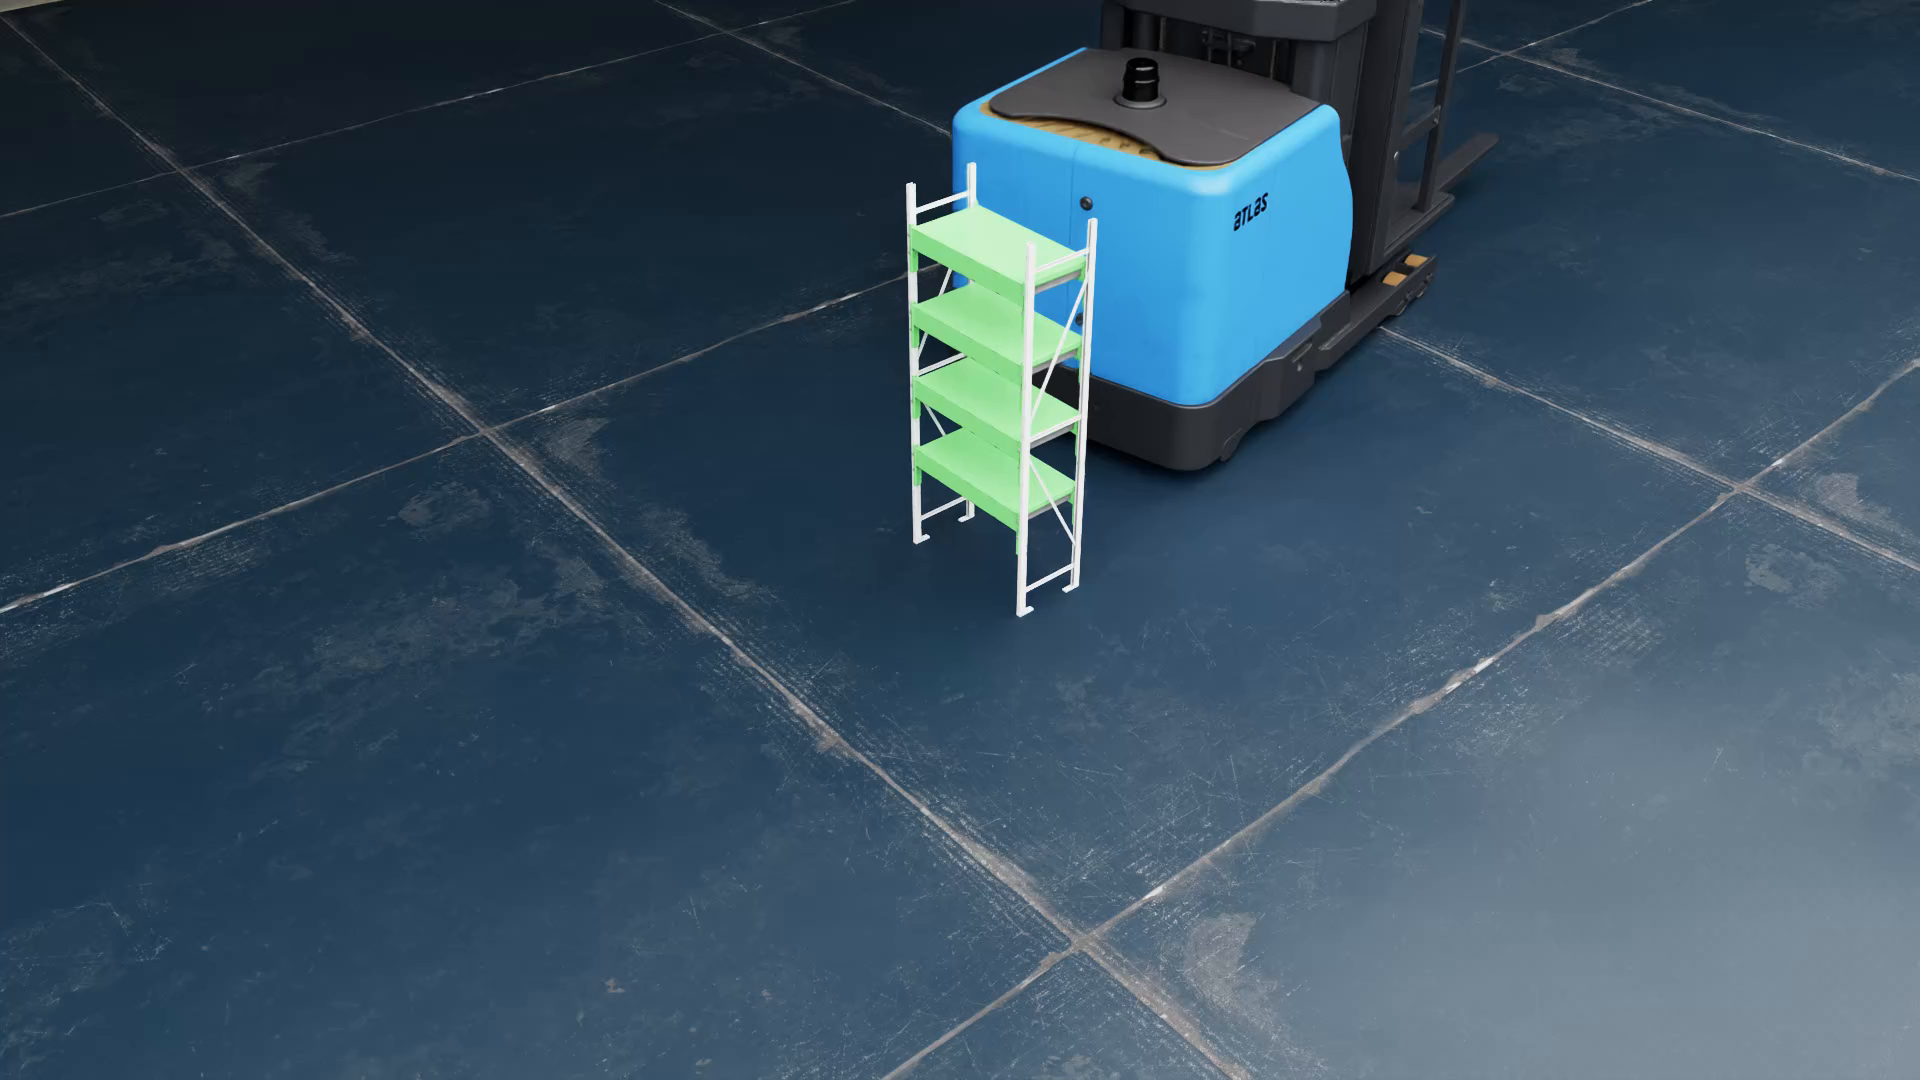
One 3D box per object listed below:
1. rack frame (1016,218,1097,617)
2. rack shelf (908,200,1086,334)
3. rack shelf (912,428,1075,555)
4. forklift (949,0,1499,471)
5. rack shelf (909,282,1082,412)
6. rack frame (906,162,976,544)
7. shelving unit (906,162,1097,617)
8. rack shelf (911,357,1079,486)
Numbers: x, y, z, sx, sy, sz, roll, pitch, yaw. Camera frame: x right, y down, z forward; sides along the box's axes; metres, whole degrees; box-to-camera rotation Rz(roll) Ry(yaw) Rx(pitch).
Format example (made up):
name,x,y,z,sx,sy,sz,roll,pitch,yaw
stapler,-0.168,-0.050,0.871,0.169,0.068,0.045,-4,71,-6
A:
name,x,y,z,sx,sy,sz,roll,pitch,yaw
rack frame,0.264,-0.309,4.648,0.240,1.200,0.015,-26,43,-32
rack shelf,0.107,-0.756,4.560,0.258,0.148,0.480,-26,43,-32
rack shelf,0.107,-0.169,4.976,0.258,0.148,0.480,-26,43,-32
forklift,1.236,-2.223,5.852,1.130,2.935,3.031,23,41,29
rack shelf,0.107,-0.560,4.698,0.258,0.148,0.480,-26,43,-32
rack frame,-0.051,-0.524,4.952,0.240,1.200,0.015,-26,43,-32
shelving unit,0.107,-0.417,4.800,0.258,1.200,0.503,-26,43,-32
rack shelf,0.107,-0.364,4.837,0.258,0.148,0.480,-26,43,-32
